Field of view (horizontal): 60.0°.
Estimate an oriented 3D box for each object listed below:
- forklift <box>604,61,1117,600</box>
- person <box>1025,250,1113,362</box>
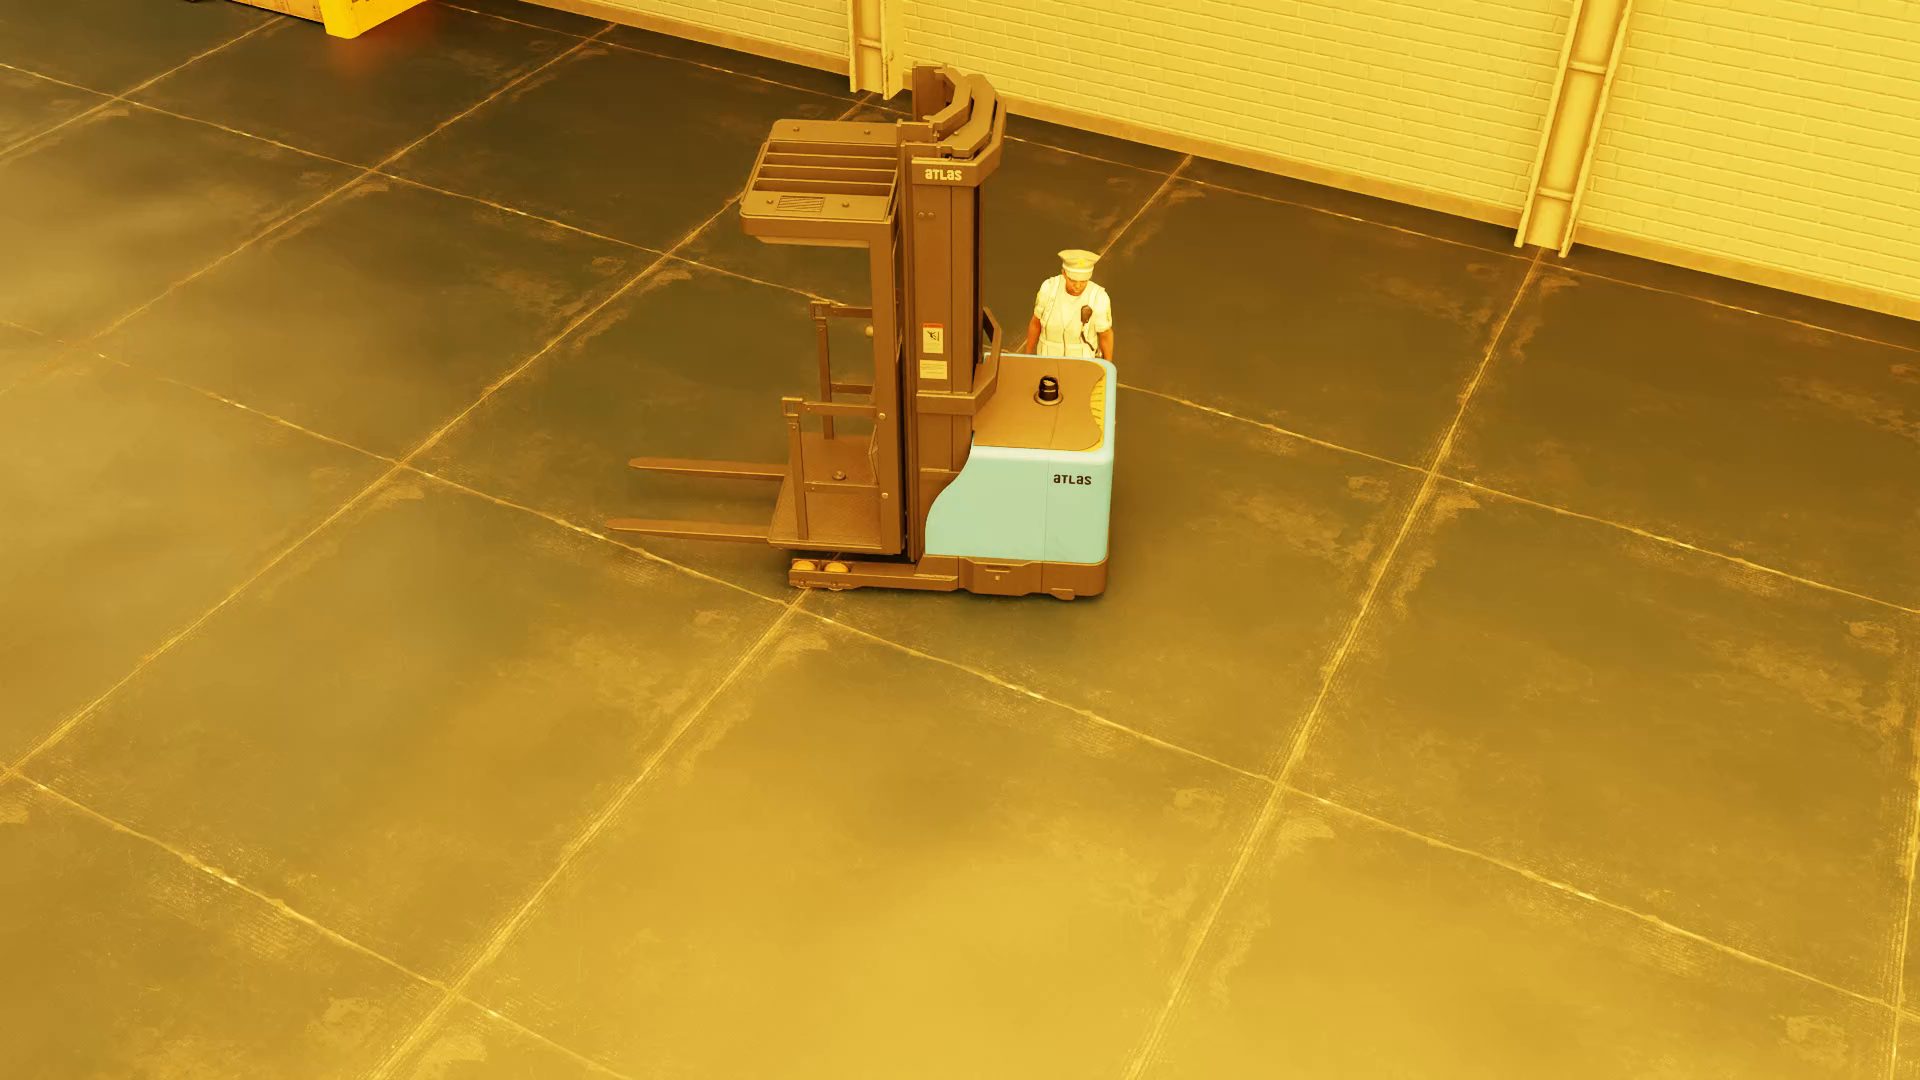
[{"bbox_3d":[-0.606,-1.157,9.360,3.031,2.935,1.130,3,40,4],"label":"forklift"},{"bbox_3d":[0.619,-1.004,10.138,0.572,1.682,0.567,9,41,10],"label":"person"}]
